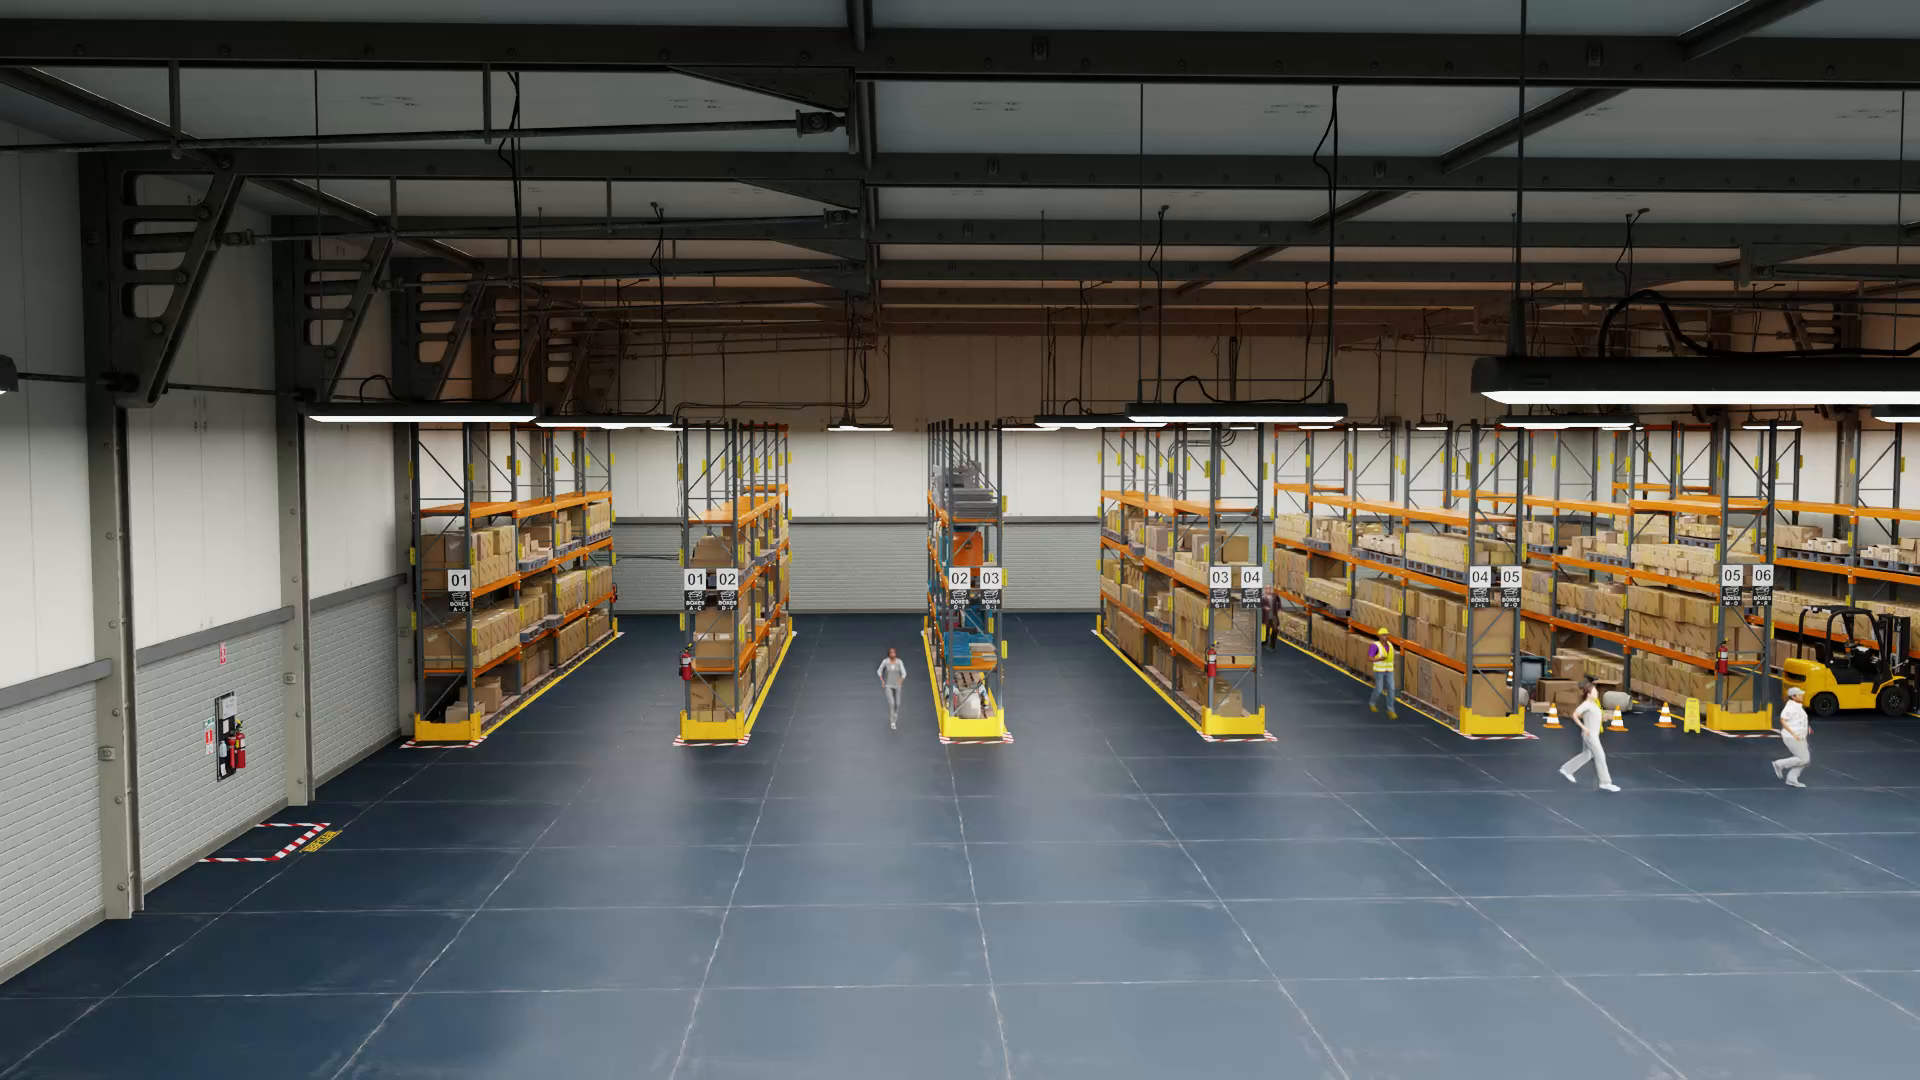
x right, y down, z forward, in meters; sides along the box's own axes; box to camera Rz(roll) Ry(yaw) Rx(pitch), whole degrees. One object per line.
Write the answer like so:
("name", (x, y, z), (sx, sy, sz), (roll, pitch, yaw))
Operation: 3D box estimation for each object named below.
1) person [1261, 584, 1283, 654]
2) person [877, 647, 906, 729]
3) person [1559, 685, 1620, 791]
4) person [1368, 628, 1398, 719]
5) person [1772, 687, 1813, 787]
("person", (8.111, 2.069, 43.594), (0.714, 1.826, 0.865), (0, 4, 0))
("person", (-1.335, 2.862, 32.436), (0.556, 1.575, 0.651), (-1, 4, -9))
("person", (10.123, 3.148, 26.717), (0.967, 1.658, 0.561), (2, 4, 33))
("person", (8.533, 2.665, 33.508), (0.694, 1.781, 0.887), (-1, 4, -14))
("person", (13.521, 3.189, 26.978), (0.552, 1.618, 0.610), (3, 5, 37))
